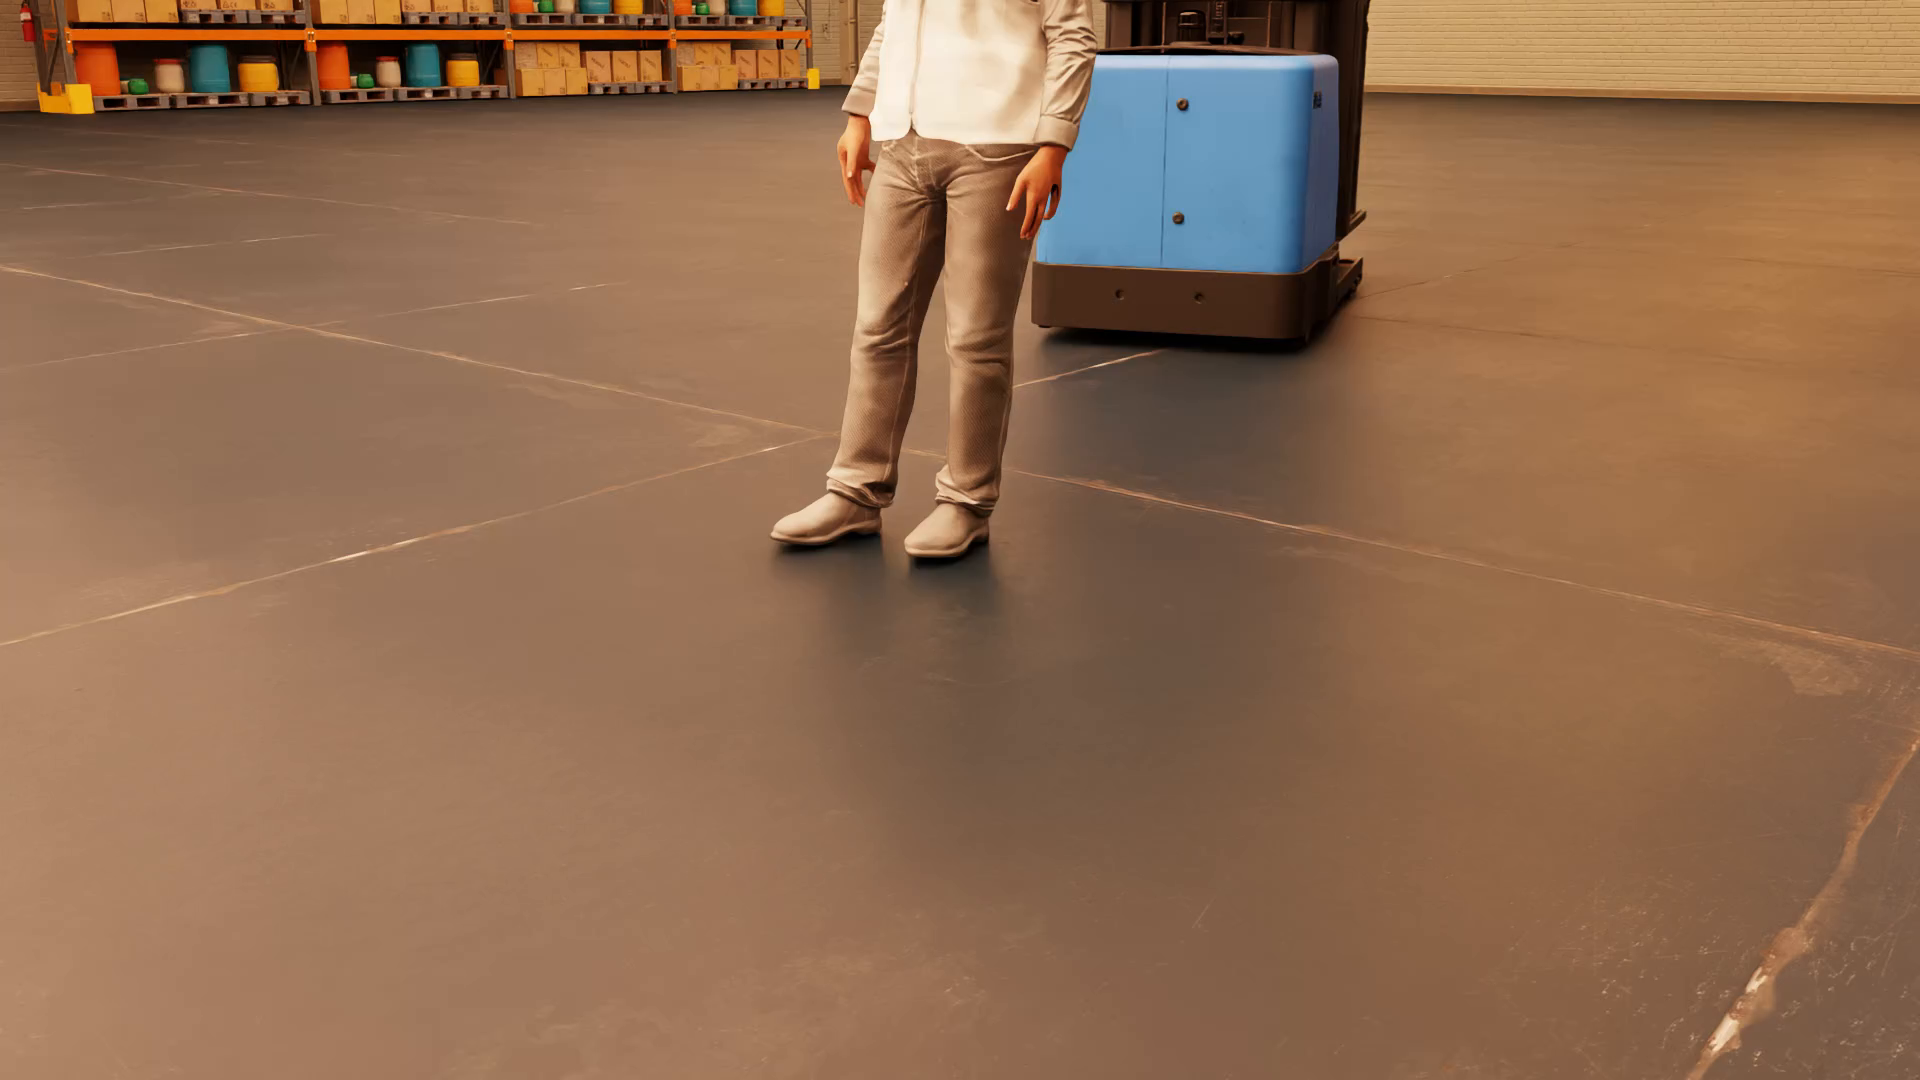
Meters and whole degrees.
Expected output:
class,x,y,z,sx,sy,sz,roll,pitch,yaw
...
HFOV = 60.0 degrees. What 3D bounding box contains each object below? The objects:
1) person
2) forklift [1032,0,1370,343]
class,x,y,z,sx,sy,sz,roll,pitch,yaw
person,-0.046,-0.843,3.640,0.634,1.775,0.566,13,21,37
forklift,1.242,-2.530,7.231,1.130,2.935,3.031,6,18,18
